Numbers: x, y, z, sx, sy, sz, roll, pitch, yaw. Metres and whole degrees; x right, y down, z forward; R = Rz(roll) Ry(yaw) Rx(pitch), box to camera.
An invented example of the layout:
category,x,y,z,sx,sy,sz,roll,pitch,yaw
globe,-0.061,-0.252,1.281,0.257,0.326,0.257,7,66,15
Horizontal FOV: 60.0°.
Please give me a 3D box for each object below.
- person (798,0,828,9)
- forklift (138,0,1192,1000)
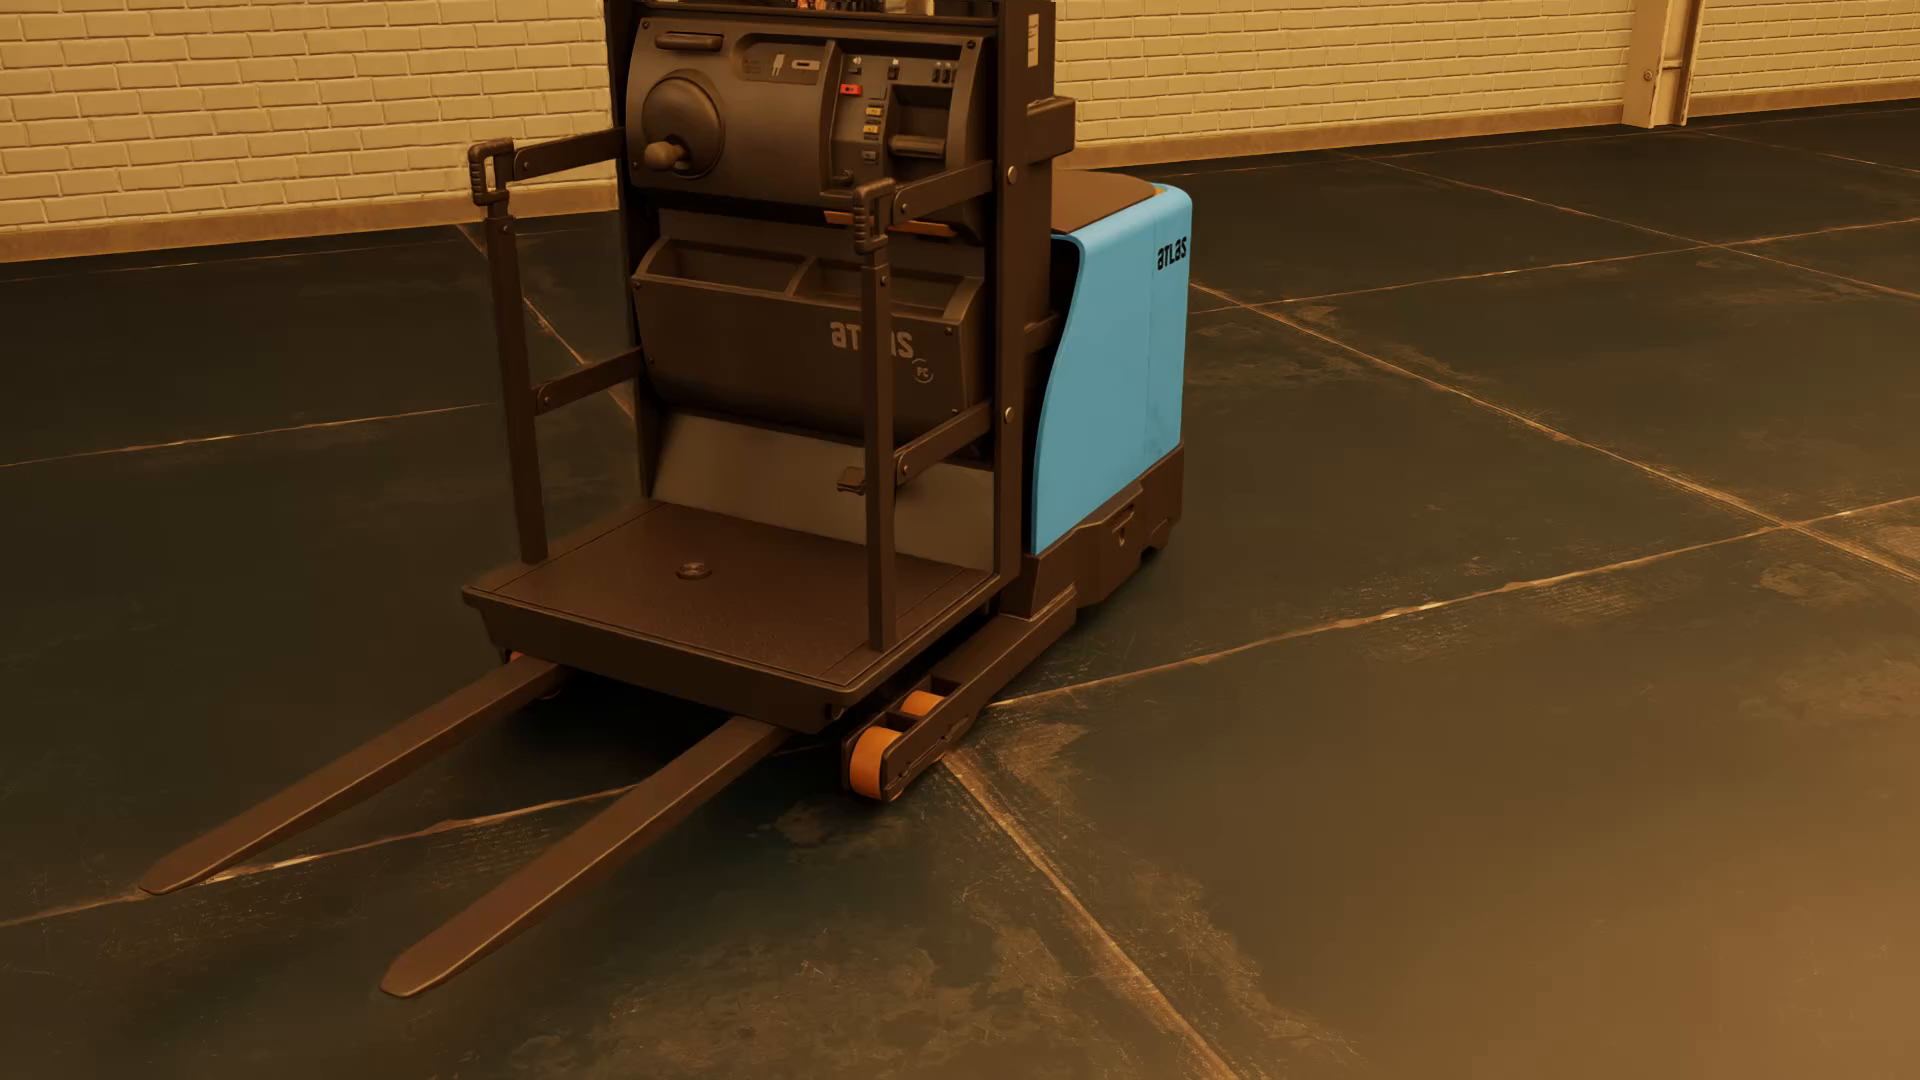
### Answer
category,x,y,z,sx,sy,sz,roll,pitch,yaw
person,-0.562,-1.184,5.750,0.483,1.696,0.912,-7,24,-16
forklift,-0.474,-0.969,3.618,1.130,2.935,3.031,12,25,26
